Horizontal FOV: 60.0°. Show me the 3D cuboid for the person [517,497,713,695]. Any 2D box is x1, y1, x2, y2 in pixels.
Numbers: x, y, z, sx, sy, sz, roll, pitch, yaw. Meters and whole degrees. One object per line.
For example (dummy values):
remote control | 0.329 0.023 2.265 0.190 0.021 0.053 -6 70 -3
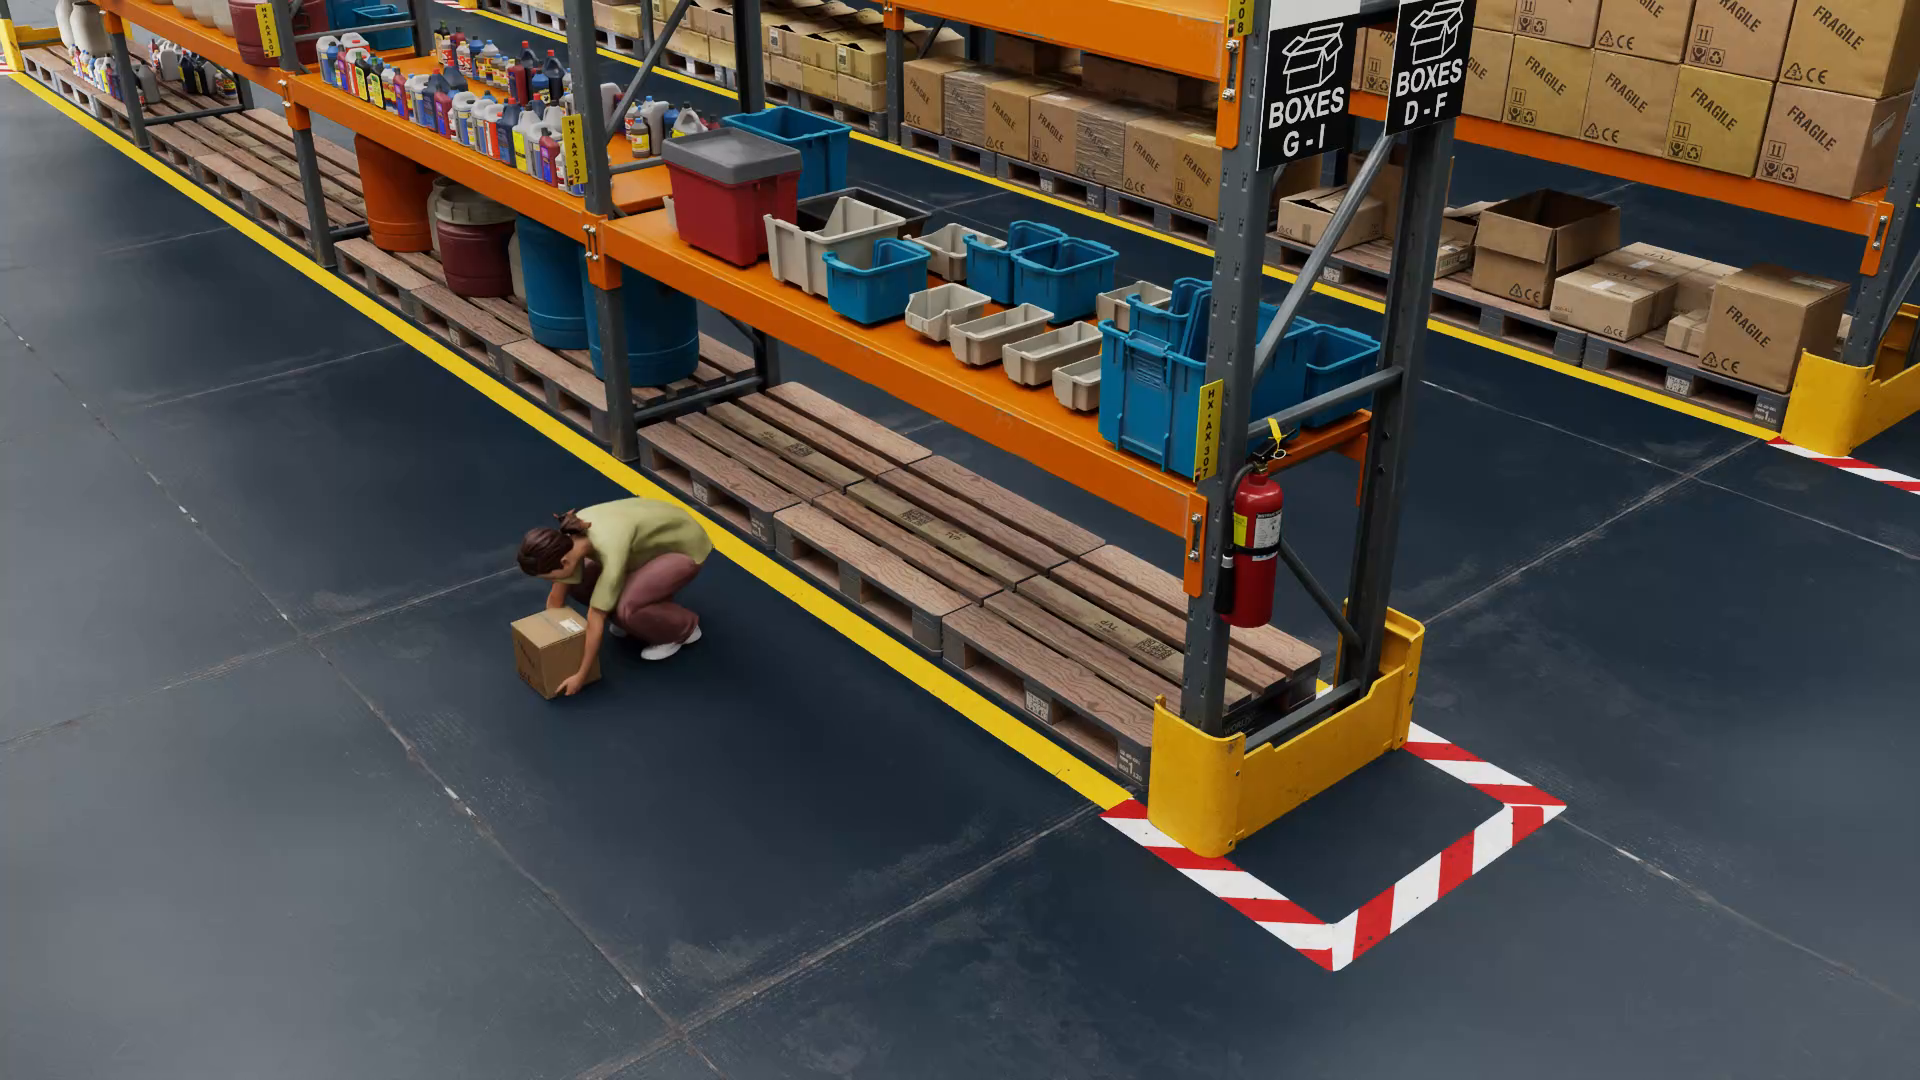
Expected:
person | -1.415 0.171 6.855 0.845 0.801 0.468 -23 36 -36
